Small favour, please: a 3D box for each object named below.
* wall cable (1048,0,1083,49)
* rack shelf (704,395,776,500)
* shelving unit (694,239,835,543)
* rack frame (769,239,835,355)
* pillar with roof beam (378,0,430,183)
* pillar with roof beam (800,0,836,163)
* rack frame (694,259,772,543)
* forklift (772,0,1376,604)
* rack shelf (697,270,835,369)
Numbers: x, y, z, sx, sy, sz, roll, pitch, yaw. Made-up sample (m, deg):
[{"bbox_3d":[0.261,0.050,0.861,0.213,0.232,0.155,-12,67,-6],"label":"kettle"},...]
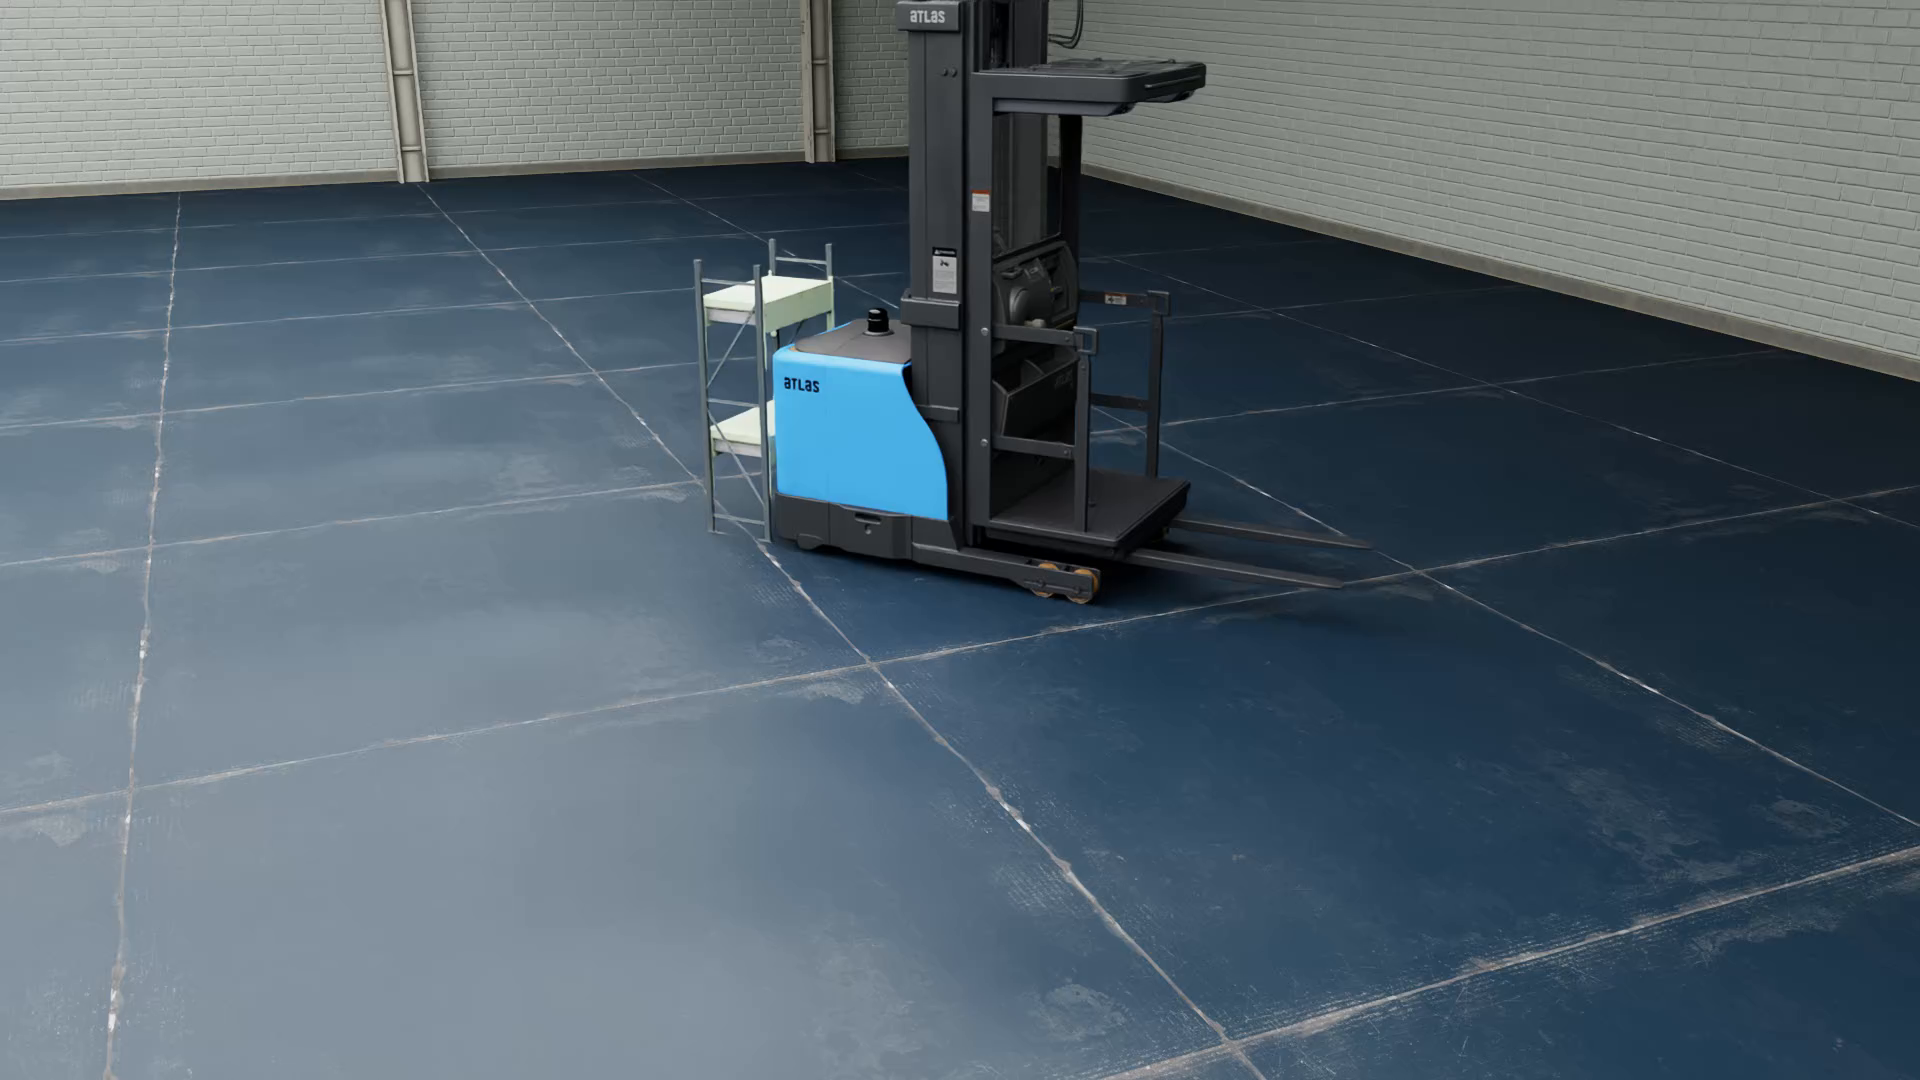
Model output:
[{"bbox_3d":[1.082,-8.584,24.528,0.112,2.526,3.097,-8,21,-22],"label":"wall cable"},{"bbox_3d":[-1.040,-0.525,9.236,0.431,0.370,0.720,9,21,24],"label":"rack shelf"},{"bbox_3d":[-1.040,-0.833,9.128,0.431,1.500,0.755,9,21,24],"label":"shelving unit"},{"bbox_3d":[-0.881,-0.942,9.439,0.400,1.500,0.023,9,21,24],"label":"rack frame"},{"bbox_3d":[-5.951,-7.962,18.086,0.400,9.000,9.100,-8,21,-22],"label":"pillar with roof beam"},{"bbox_3d":[-0.442,-8.752,20.328,0.400,9.000,9.100,-8,21,-22],"label":"pillar with roof beam"},{"bbox_3d":[-1.200,-0.723,8.817,0.400,1.500,0.023,9,21,24],"label":"rack frame"},{"bbox_3d":[0.567,-1.273,8.223,3.031,2.935,1.130,9,21,25],"label":"forklift"},{"bbox_3d":[-1.040,-1.201,8.999,0.431,0.370,0.720,9,21,24],"label":"rack shelf"}]
